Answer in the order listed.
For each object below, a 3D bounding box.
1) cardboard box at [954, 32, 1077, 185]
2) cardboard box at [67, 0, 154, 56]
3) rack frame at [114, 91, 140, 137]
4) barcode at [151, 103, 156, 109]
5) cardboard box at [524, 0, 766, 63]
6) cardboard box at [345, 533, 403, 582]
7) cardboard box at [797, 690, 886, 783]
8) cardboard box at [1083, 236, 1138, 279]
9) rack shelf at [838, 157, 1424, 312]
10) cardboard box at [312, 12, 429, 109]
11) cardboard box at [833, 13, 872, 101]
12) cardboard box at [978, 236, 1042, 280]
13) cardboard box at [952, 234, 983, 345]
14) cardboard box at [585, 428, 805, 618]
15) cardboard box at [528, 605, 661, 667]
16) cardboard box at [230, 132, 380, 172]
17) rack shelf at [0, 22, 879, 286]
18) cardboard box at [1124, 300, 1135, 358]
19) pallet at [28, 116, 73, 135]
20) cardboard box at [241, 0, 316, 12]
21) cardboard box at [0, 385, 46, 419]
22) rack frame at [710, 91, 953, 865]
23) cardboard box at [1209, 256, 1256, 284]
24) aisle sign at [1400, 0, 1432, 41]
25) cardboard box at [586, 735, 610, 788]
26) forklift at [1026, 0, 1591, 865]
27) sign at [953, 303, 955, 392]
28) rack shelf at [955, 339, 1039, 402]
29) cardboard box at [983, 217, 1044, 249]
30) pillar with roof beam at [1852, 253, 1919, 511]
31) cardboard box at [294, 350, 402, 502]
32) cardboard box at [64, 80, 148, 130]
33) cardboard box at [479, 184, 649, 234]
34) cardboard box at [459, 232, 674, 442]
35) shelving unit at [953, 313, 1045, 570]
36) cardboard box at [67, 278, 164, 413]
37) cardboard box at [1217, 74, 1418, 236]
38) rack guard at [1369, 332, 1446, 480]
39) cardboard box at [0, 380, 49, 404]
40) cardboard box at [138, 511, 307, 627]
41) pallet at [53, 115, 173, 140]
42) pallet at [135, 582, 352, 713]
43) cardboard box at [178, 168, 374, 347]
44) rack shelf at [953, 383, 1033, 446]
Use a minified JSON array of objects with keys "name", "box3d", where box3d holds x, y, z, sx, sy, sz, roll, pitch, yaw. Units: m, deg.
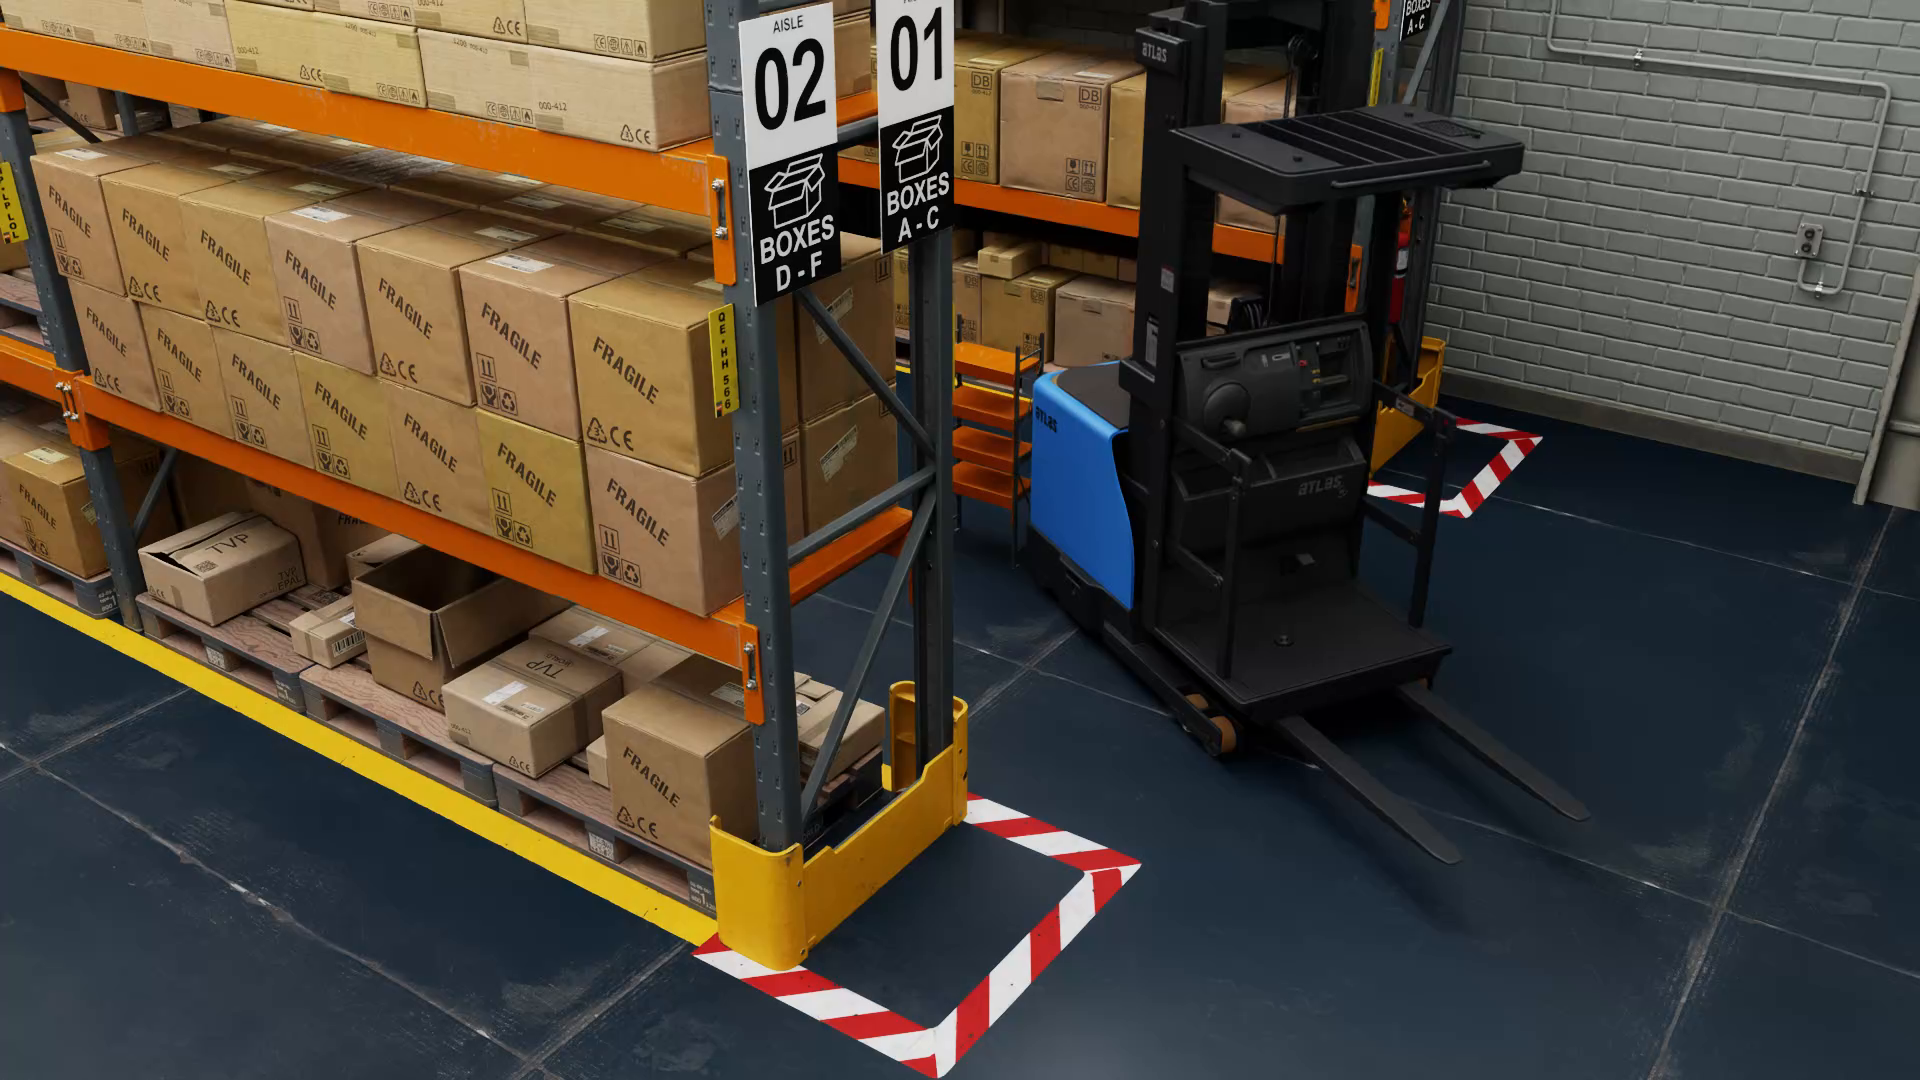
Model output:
[{"name":"cardboard box","box3d":[0.186,-2.744,10.504,0.700,0.700,0.980,16,31,29]},{"name":"cardboard box","box3d":[-2.982,-2.015,6.260,0.500,0.250,0.500,17,32,30]},{"name":"rack frame","box3d":[-7.445,-5.000,15.267,0.127,3.000,1.000,17,32,30]},{"name":"barcode","box3d":[-7.976,-4.287,16.447,0.075,0.075,0.001,17,32,30]},{"name":"cardboard box","box3d":[-0.923,-1.595,4.883,0.500,0.250,0.500,17,32,30]},{"name":"cardboard box","box3d":[-2.679,0.096,7.912,0.250,0.149,0.380,17,32,30]},{"name":"cardboard box","box3d":[-0.506,0.773,6.581,0.250,0.149,0.380,17,32,30]},{"name":"cardboard box","box3d":[0.983,-1.790,10.538,0.250,0.149,0.380,18,32,31]},{"name":"rack shelf","box3d":[0.798,-2.111,10.384,4.000,0.370,1.077,17,32,30]},{"name":"cardboard box","box3d":[-1.753,-1.625,5.493,0.500,0.250,0.500,17,32,30]},{"name":"cardboard box","box3d":[-0.635,-1.562,5.371,0.500,0.250,0.500,17,32,30]},{"name":"cardboard box","box3d":[0.317,-1.787,10.532,0.250,0.149,0.380,16,31,29]},{"name":"cardboard box","box3d":[0.120,-1.658,10.993,0.500,0.500,0.700,17,32,30]},{"name":"cardboard box","box3d":[-0.878,-0.123,5.574,0.500,0.500,0.500,18,32,32]},{"name":"cardboard box","box3d":[-1.467,0.462,7.082,0.500,0.250,0.500,17,32,30]},{"name":"cardboard box","box3d":[-2.665,-1.419,7.018,0.500,0.500,0.500,17,31,29]},{"name":"rack shelf","box3d":[-2.004,-1.595,6.063,4.000,0.370,1.077,17,32,30]},{"name":"cardboard box","box3d":[1.400,-1.262,10.216,0.500,0.500,0.700,17,32,30]},{"name":"pallet","box3d":[-9.028,-4.229,16.827,1.213,0.211,1.003,17,32,30]},{"name":"cardboard box","box3d":[-2.161,-1.979,5.638,0.500,0.250,0.500,17,32,30]},{"name":"cardboard box","box3d":[-5.037,-0.453,8.604,0.500,0.500,0.500,18,32,31]},{"name":"rack frame","box3d":[-0.355,-0.065,5.571,0.127,3.000,1.000,17,32,30]},{"name":"cardboard box","box3d":[1.611,-1.595,10.155,0.250,0.149,0.380,17,32,30]},{"name":"aisle sign","box3d":[2.336,-2.946,8.366,0.004,0.787,0.394,17,32,30]},{"name":"cardboard box","box3d":[-1.226,0.816,6.478,0.250,0.166,0.380,17,32,30]},{"name":"forklift","box3d":[1.416,-0.628,6.752,1.130,2.935,3.031,-12,29,-22]},{"name":"sign","box3d":[-0.048,-0.654,5.773,0.005,0.325,0.100,17,32,30]},{"name":"rack shelf","box3d":[0.136,-0.842,8.216,0.480,0.148,0.258,17,32,30]},{"name":"cardboard box","box3d":[0.354,-1.987,10.924,0.250,0.149,0.380,16,31,29]},{"name":"pillar with roof beam","box3d":[2.724,-2.612,3.962,0.400,9.000,9.100,17,32,30]},{"name":"cardboard box","box3d":[-2.131,-0.515,6.344,0.500,0.500,0.500,17,31,30]},{"name":"cardboard box","box3d":[-8.323,-4.333,16.228,0.500,0.500,0.500,15,30,27]},{"name":"cardboard box","box3d":[-1.416,-1.030,6.253,0.500,0.500,0.500,18,32,31]},{"name":"cardboard box","box3d":[-1.294,-0.696,5.598,0.500,0.500,0.500,18,32,32]},{"name":"shelving unit","box3d":[0.136,-0.492,8.394,0.503,1.200,0.258,17,32,30]},{"name":"cardboard box","box3d":[-3.386,-0.904,7.109,0.500,0.500,0.500,18,32,32]},{"name":"cardboard box","box3d":[2.020,-2.179,9.394,0.700,0.700,0.980,19,33,33]},{"name":"rack guard","box3d":[2.466,-0.798,9.767,0.348,0.500,1.175,17,32,30]},{"name":"cardboard box","box3d":[-4.767,-0.654,8.998,0.500,0.500,0.500,18,32,31]},{"name":"cardboard box","box3d":[-3.429,0.099,7.729,0.500,0.311,0.500,17,32,30]},{"name":"pallet","box3d":[-8.019,-3.916,16.212,1.213,0.211,1.003,17,32,30]},{"name":"pallet","box3d":[-3.087,0.327,7.874,1.213,0.211,1.003,17,32,30]},{"name":"cardboard box","box3d":[-2.574,-1.092,6.376,0.500,0.500,0.500,16,31,29]},{"name":"rack shelf","box3d":[0.136,-0.632,8.323,0.480,0.148,0.258,17,32,30]}]
